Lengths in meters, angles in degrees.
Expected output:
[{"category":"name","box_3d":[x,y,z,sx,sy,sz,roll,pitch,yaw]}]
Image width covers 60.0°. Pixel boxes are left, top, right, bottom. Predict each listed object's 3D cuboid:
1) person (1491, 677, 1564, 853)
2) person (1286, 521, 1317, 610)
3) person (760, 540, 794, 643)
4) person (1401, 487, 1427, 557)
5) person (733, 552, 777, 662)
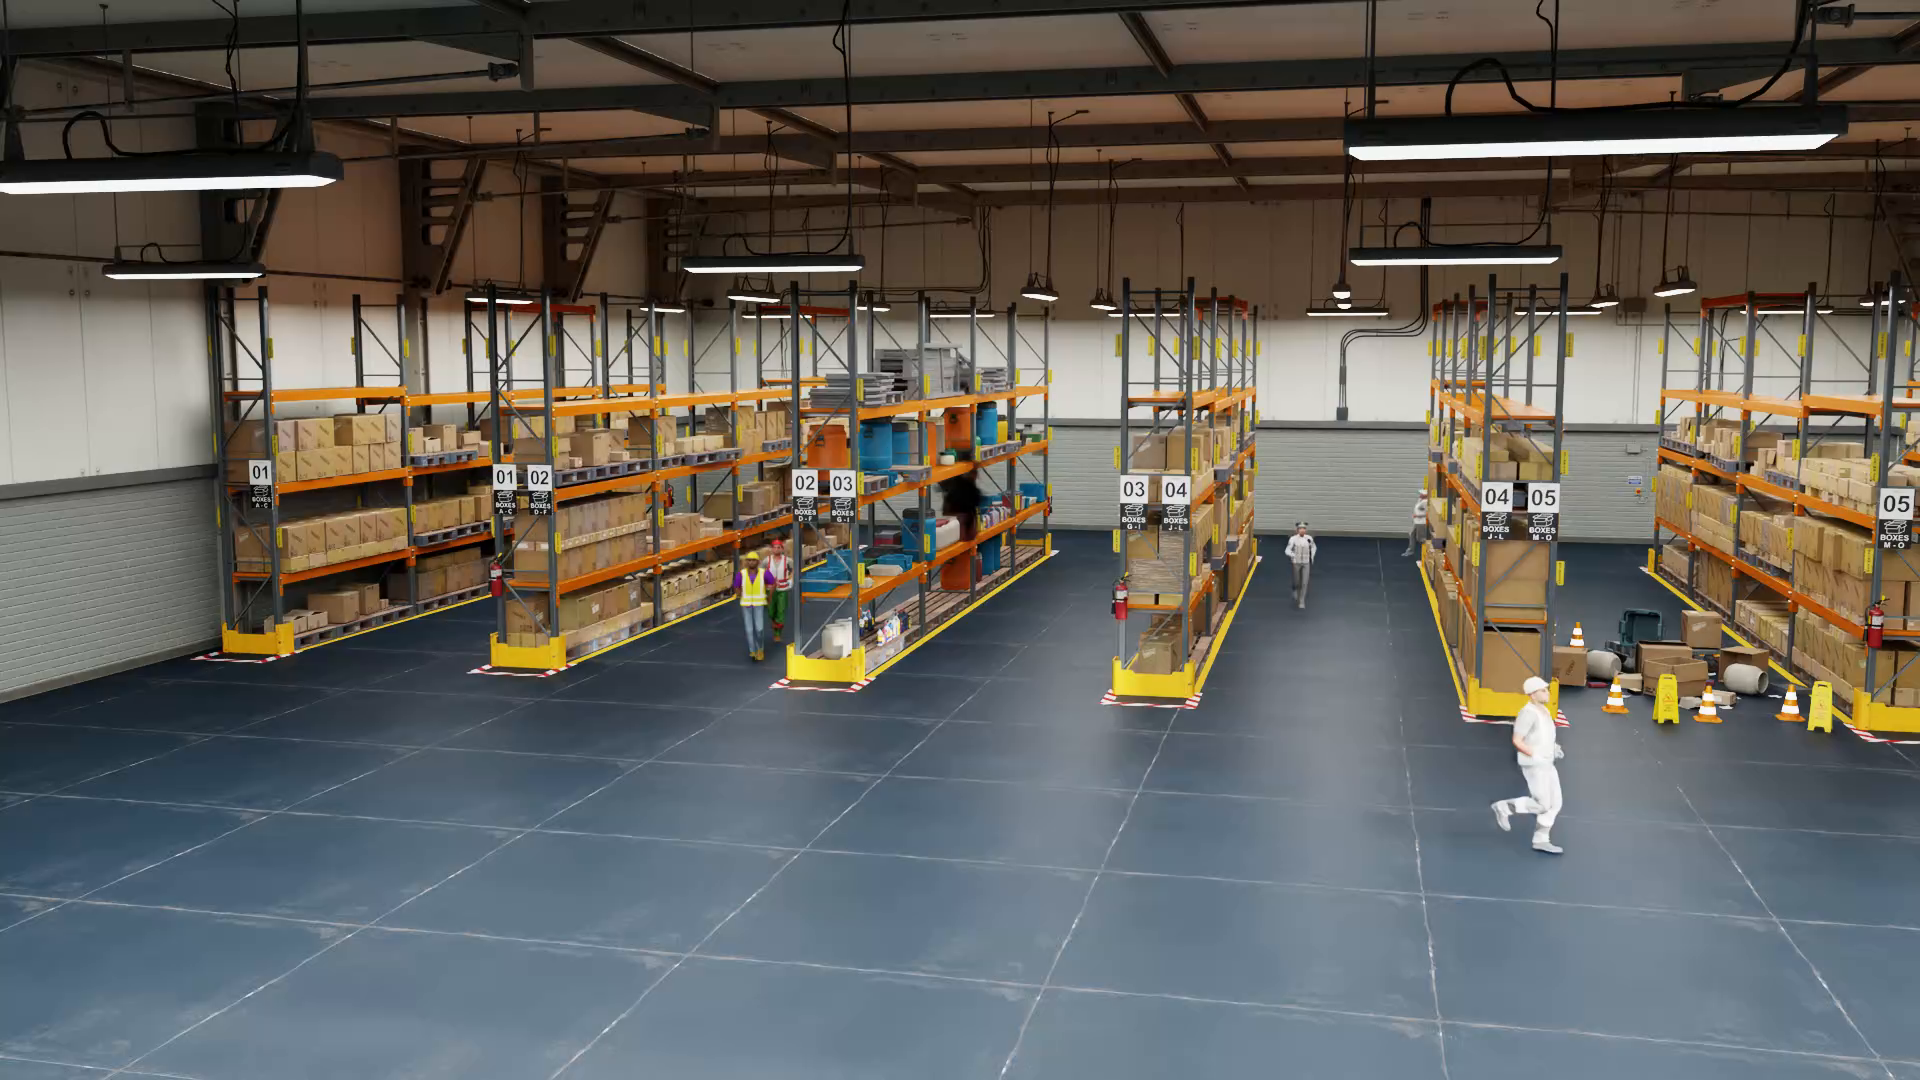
[{"category":"person","box_3d":[5.733,2.232,16.677,0.704,1.749,0.656,5,8,38]},{"category":"person","box_3d":[6.619,0.464,32.240,0.616,1.681,0.870,0,7,4]},{"category":"person","box_3d":[-3.125,0.859,28.601,0.656,1.749,0.704,0,7,-3]},{"category":"person","box_3d":[10.979,-0.414,39.640,0.809,1.733,0.772,1,7,10]},{"category":"person","box_3d":[-3.308,1.077,26.665,0.677,1.772,0.649,0,7,1]}]
